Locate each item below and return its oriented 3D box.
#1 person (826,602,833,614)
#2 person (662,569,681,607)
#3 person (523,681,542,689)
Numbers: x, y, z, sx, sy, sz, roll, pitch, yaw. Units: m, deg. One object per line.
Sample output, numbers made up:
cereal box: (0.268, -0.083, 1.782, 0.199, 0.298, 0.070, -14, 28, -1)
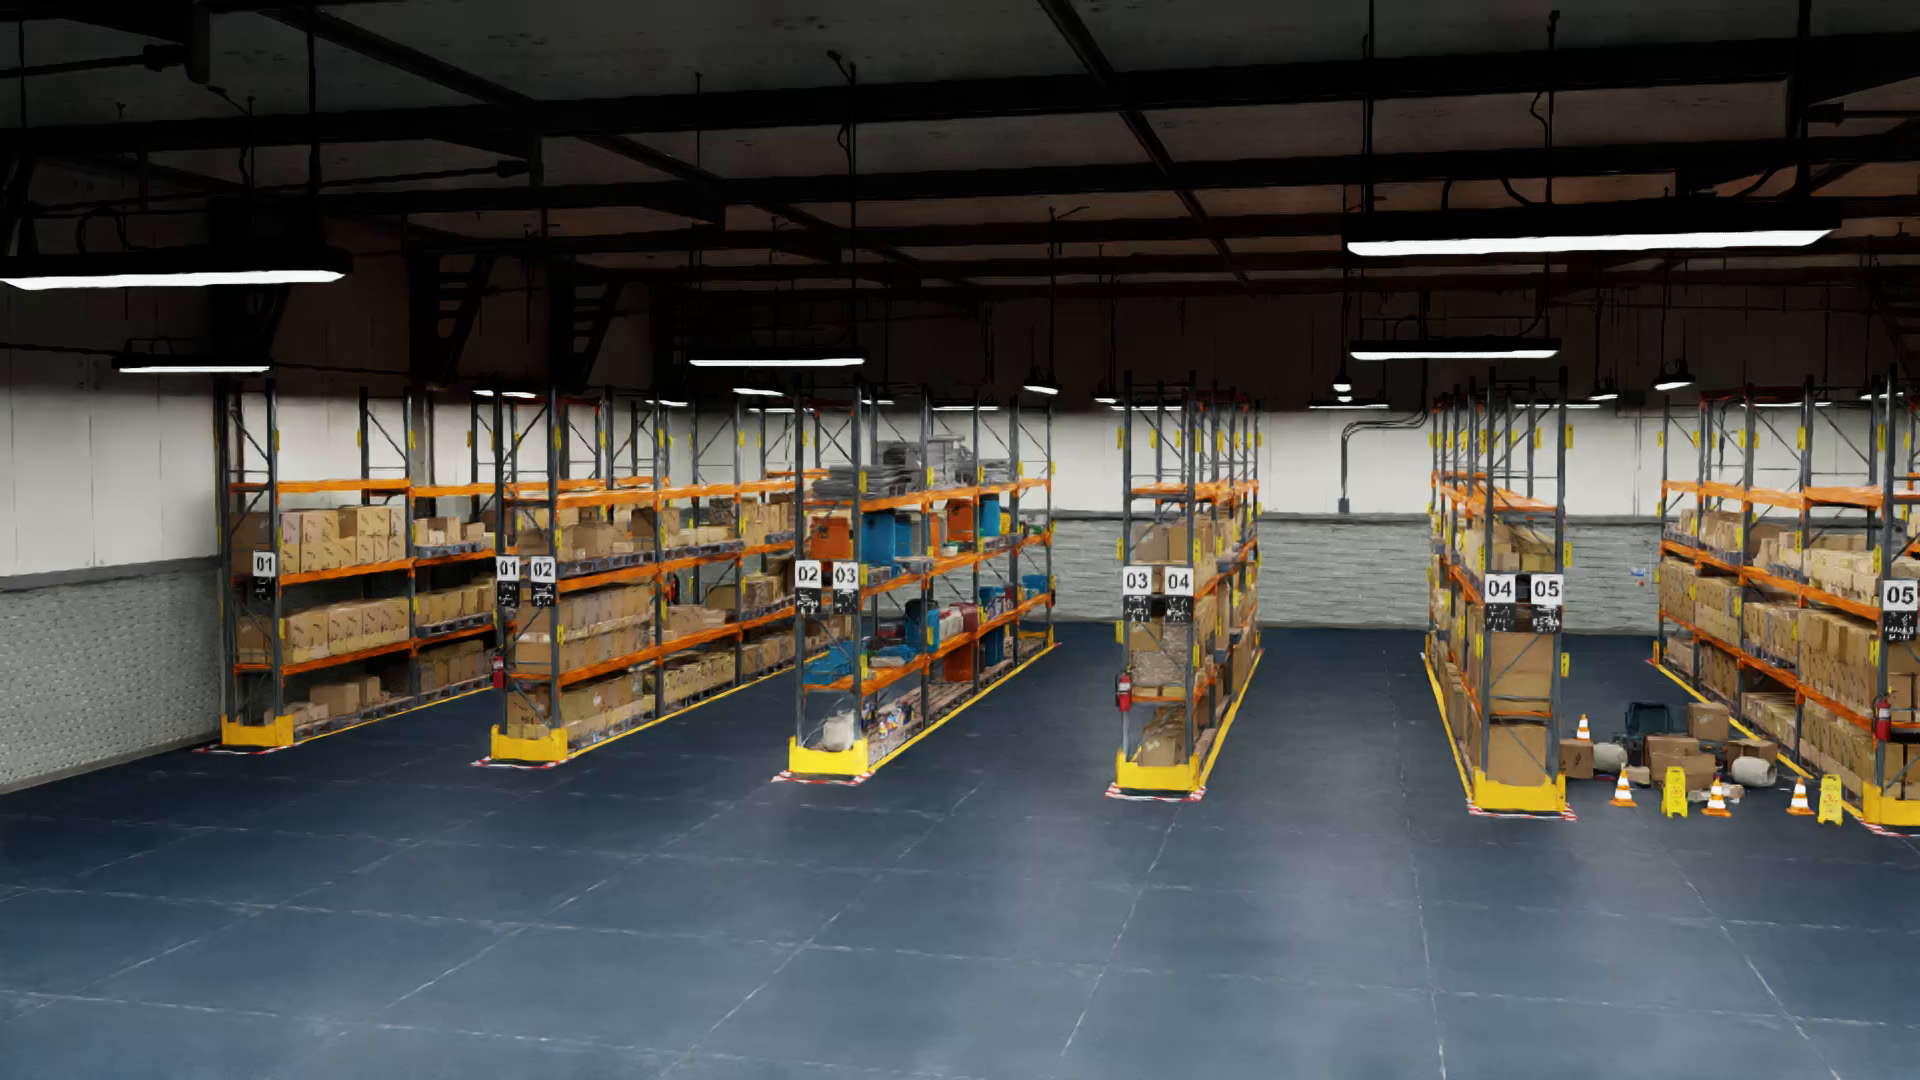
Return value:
person: (-3.443, 1.448, 45.904, 0.580, 1.618, 0.507, 1, 4, 12)
person: (-7.594, 1.494, 44.015, 0.733, 1.709, 0.562, -3, 5, -41)
person: (-7.851, 2.344, 30.788, 0.458, 1.612, 1.019, 1, 4, 12)
